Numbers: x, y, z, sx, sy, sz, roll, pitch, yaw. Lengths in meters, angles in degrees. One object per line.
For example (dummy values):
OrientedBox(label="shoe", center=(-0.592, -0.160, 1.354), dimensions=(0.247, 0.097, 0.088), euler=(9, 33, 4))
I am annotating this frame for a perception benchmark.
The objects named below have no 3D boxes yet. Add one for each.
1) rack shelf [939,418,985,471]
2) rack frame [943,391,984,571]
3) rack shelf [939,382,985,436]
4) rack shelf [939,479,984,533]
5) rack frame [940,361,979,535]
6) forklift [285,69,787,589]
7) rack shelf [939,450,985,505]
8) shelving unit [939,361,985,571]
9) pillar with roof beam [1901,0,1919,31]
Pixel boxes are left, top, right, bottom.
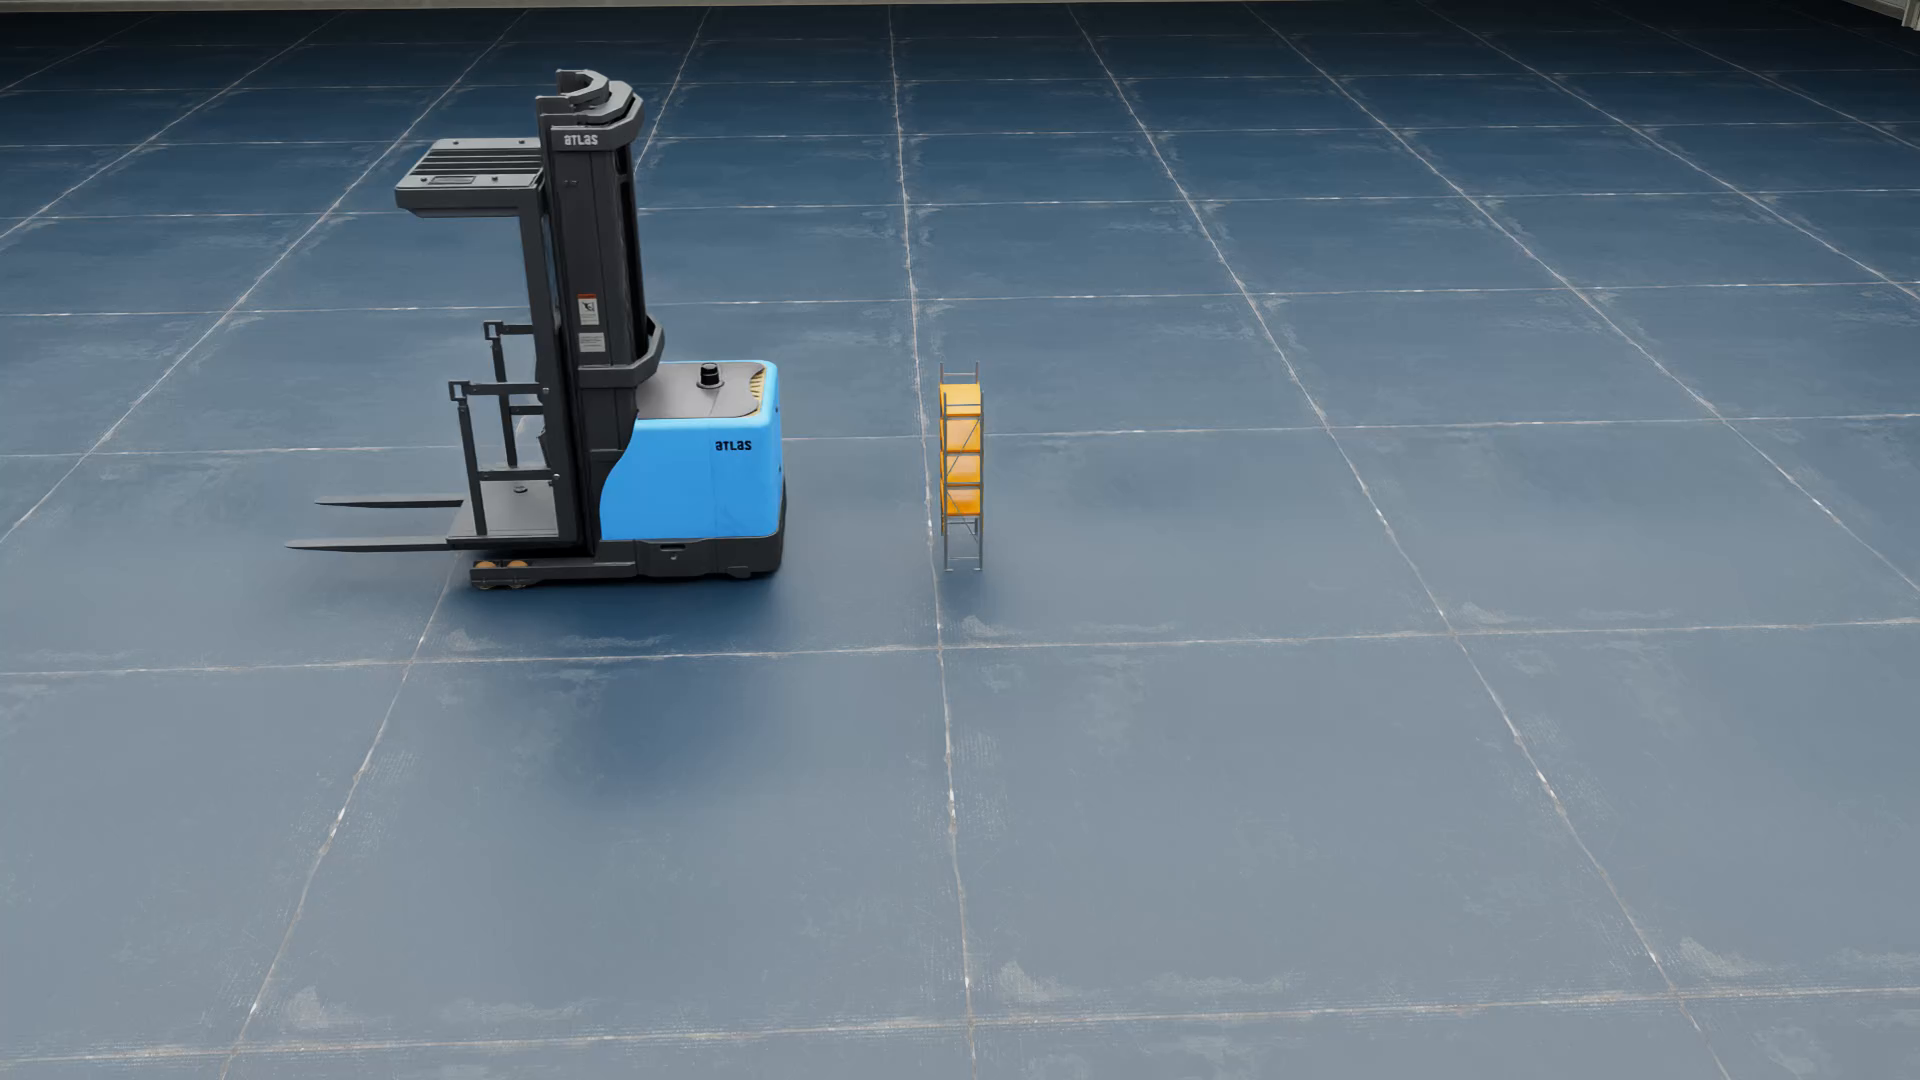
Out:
OrientedBox(label="rack shelf", center=(0.009, -0.594, 10.254), dimensions=(0.258, 0.148, 0.480), euler=(-1, 28, -3))
OrientedBox(label="rack frame", center=(0.021, -0.343, 10.110), dimensions=(0.240, 1.200, 0.015), euler=(-1, 28, -3))
OrientedBox(label="rack shelf", center=(0.009, -0.804, 10.144), dimensions=(0.258, 0.148, 0.480), euler=(-1, 28, -3))
OrientedBox(label="rack shelf", center=(0.009, -0.220, 10.449), dimensions=(0.258, 0.148, 0.480), euler=(-1, 28, -3))
OrientedBox(label="rack frame", center=(-0.004, -0.568, 10.542), dimensions=(0.240, 1.200, 0.015), euler=(-1, 28, -3))
OrientedBox(label="forklift", center=(-2.645, -1.250, 9.978), dimensions=(3.031, 2.935, 1.130), euler=(-1, 28, -2))
OrientedBox(label="rack shelf", center=(0.009, -0.396, 10.357), dimensions=(0.258, 0.148, 0.480), euler=(-1, 28, -3))
OrientedBox(label="shelving unit", center=(0.009, -0.456, 10.326), dimensions=(0.258, 1.200, 0.503), euler=(-1, 28, -3))
OrientedBox(label="pillar with roof beam", center=(10.811, -11.966, 23.962), dimensions=(9.100, 9.000, 0.400), euler=(-1, 28, -3))
